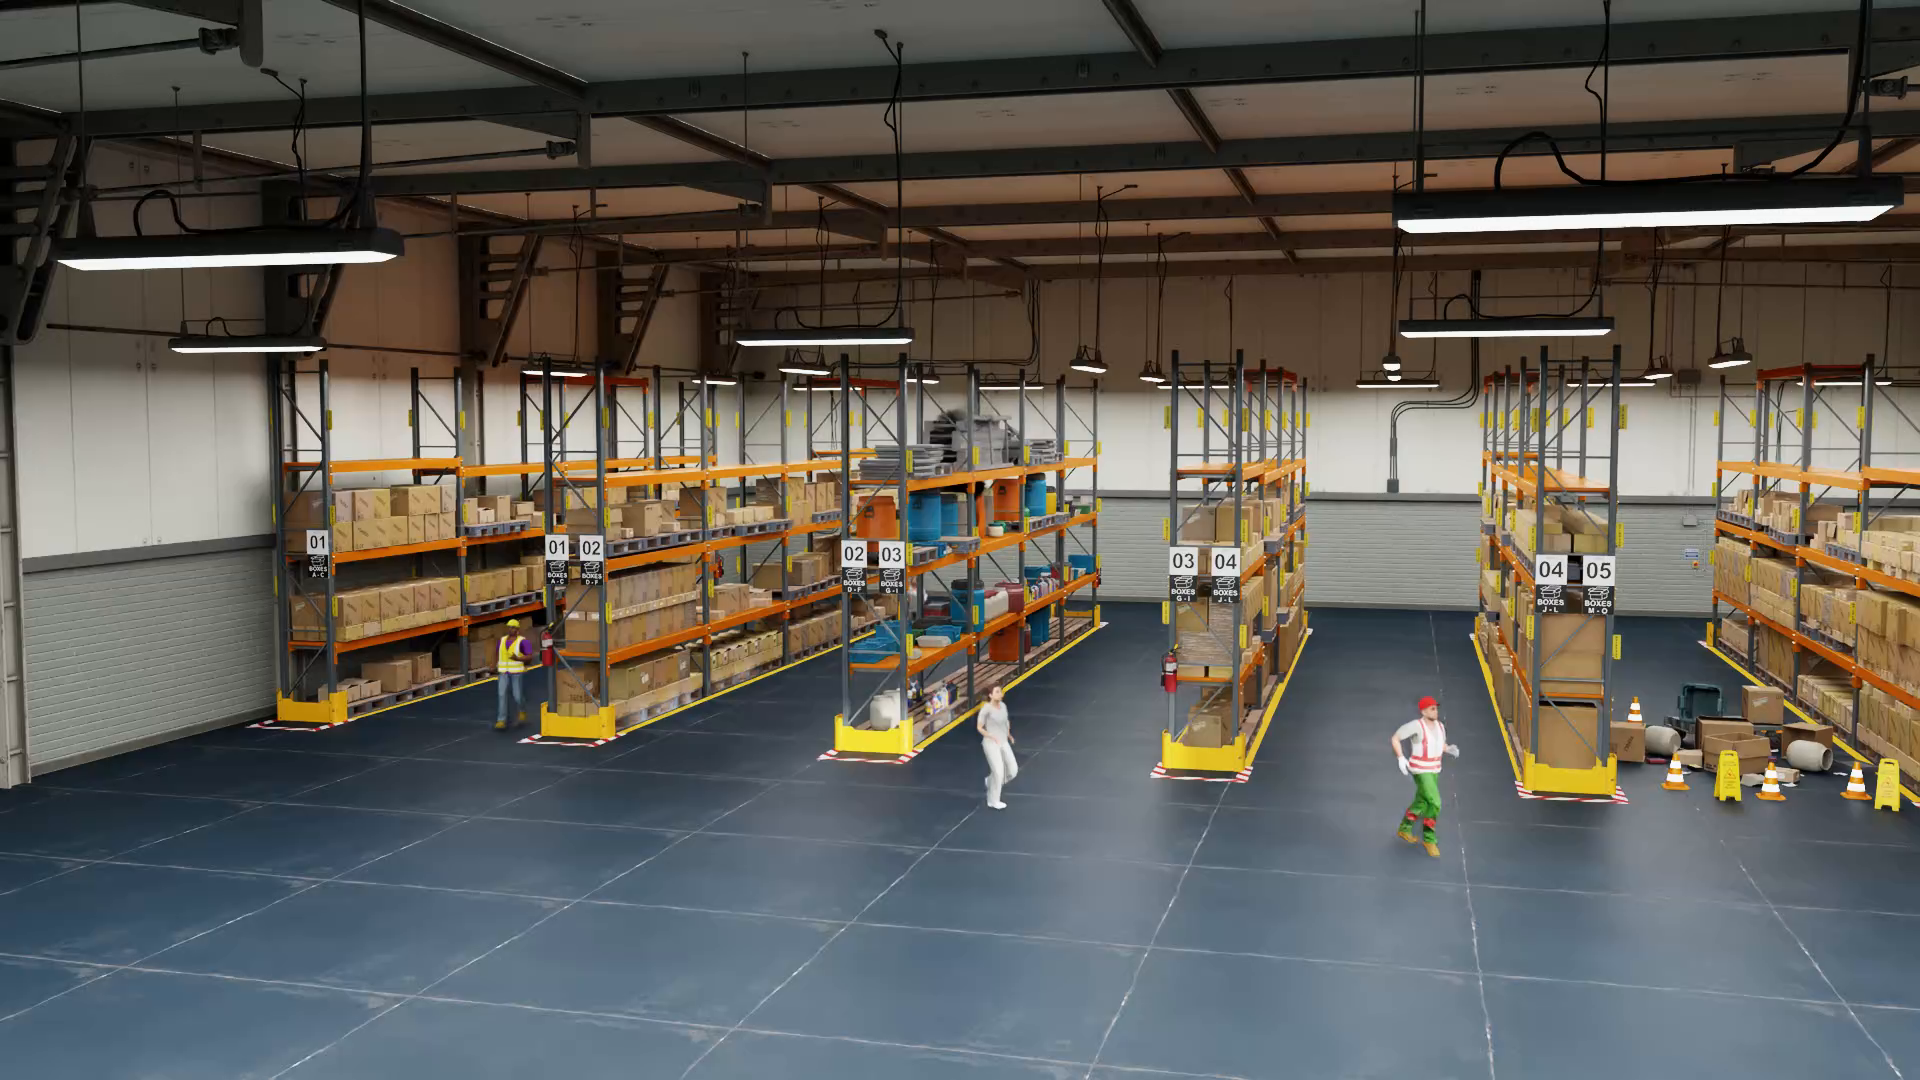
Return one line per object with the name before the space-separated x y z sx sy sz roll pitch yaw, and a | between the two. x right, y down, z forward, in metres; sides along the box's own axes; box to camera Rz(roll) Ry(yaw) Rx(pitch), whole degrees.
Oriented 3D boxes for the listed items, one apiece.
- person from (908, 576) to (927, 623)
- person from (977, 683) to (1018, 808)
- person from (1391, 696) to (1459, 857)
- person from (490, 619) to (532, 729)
person | -0.987 1.586 36.324 0.516 1.635 0.678 0 4 4
person | 0.481 2.648 21.397 0.541 1.624 0.502 -3 5 -40
person | 5.416 2.729 19.344 0.639 1.845 0.783 -3 5 -39
person | -7.316 2.167 27.018 0.728 1.737 0.931 1 4 7
